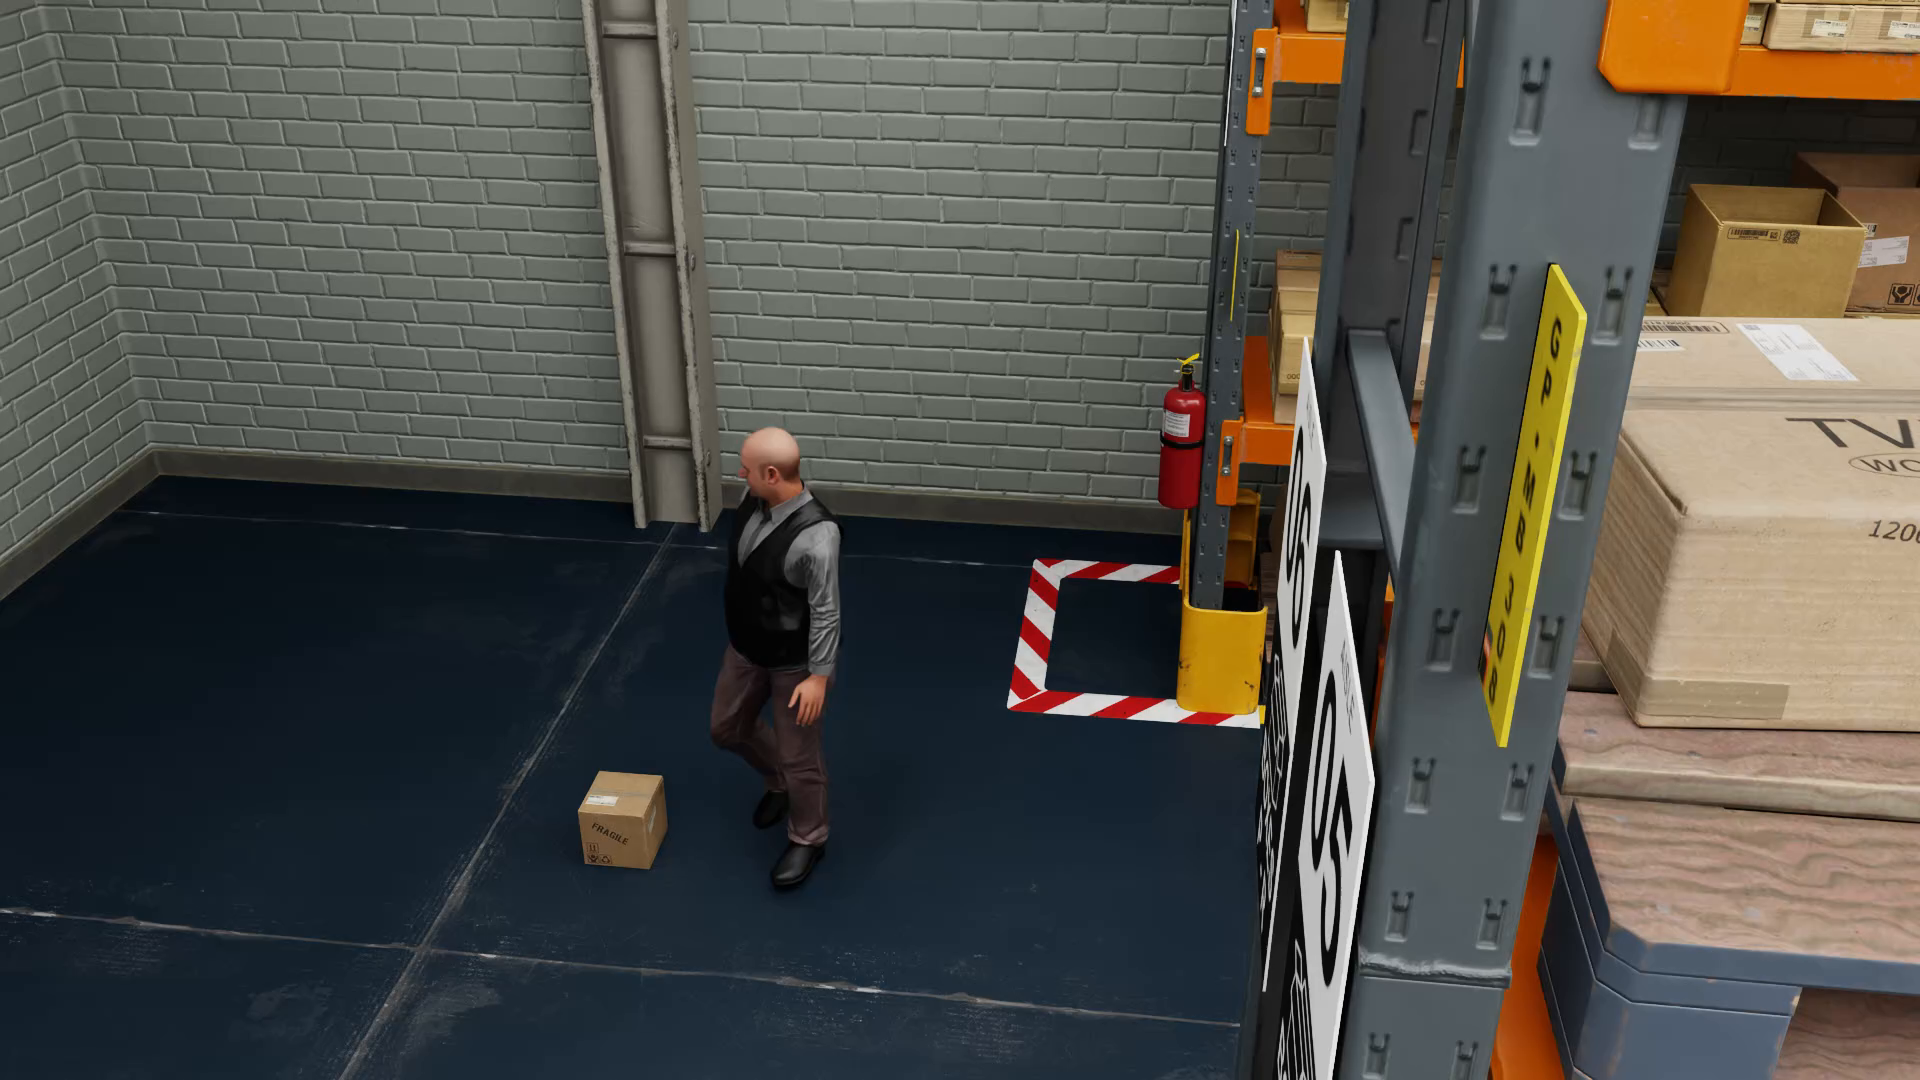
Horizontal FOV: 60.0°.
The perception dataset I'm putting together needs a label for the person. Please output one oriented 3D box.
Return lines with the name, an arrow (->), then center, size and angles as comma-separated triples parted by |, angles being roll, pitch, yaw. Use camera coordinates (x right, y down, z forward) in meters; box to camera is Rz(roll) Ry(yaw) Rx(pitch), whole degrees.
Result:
person -> -0.625, 0.412, 5.887 | 0.418, 1.752, 0.568 | -23, 36, -36
